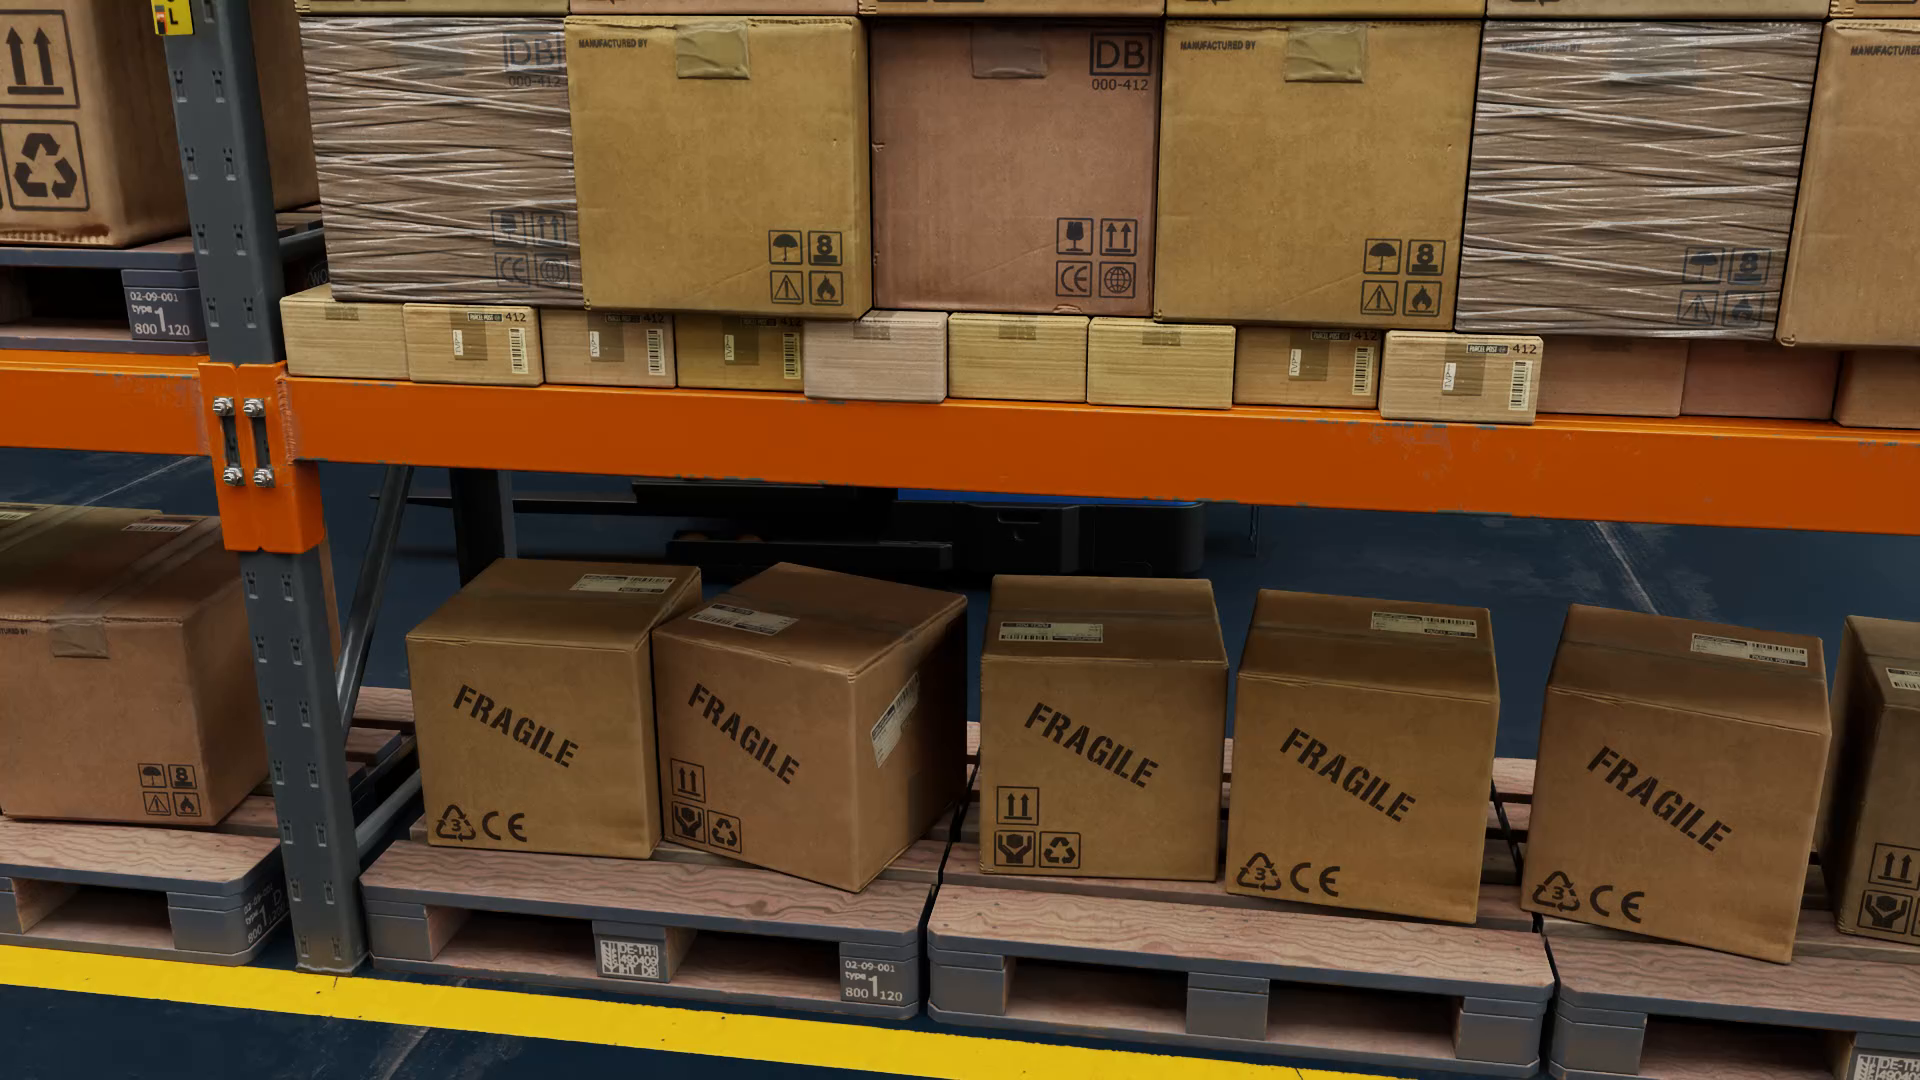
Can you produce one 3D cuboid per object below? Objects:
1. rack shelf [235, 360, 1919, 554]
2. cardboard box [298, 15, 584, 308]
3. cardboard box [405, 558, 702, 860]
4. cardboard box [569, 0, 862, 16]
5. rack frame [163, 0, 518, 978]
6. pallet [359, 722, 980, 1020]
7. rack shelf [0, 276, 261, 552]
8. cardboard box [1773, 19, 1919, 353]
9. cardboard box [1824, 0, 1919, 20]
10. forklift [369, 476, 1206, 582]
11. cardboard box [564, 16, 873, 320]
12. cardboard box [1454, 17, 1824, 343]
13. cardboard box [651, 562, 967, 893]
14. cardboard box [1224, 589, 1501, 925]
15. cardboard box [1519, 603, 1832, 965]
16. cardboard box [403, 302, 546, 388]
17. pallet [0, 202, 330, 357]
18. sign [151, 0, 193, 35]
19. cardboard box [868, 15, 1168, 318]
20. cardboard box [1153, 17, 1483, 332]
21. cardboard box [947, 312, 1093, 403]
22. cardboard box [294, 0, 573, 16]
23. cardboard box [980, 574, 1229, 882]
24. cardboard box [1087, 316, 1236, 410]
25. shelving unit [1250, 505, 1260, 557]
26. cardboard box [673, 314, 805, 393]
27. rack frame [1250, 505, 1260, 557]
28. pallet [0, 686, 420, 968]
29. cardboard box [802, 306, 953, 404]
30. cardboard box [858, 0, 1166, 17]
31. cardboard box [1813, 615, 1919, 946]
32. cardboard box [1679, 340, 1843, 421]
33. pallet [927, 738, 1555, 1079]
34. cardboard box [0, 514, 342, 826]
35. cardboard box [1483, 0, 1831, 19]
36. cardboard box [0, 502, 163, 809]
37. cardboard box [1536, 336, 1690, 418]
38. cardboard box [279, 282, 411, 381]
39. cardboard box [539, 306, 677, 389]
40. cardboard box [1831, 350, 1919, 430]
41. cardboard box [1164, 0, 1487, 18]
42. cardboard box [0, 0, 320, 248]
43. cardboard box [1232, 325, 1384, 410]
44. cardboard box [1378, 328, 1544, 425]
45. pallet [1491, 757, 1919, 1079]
[{"bbox_3d":[0.702,-0.211,3.342,4.000,0.370,1.077,3,19,9],"label":"rack shelf"},{"bbox_3d":[-0.839,-0.800,3.340,0.500,0.500,0.875,3,19,9],"label":"cardboard box"},{"bbox_3d":[-0.884,0.366,3.761,0.500,0.500,0.500,2,19,7],"label":"cardboard box"},{"bbox_3d":[-0.375,-1.189,2.927,0.500,0.500,0.500,3,19,9],"label":"cardboard box"},{"bbox_3d":[-1.273,-0.653,3.528,0.127,3.000,1.000,3,19,9],"label":"rack frame"},{"bbox_3d":[-0.604,0.692,3.903,1.213,0.211,1.003,3,19,9],"label":"pallet"},{"bbox_3d":[-3.248,-0.413,3.943,4.000,0.370,1.077,3,19,9],"label":"rack shelf"},{"bbox_3d":[1.625,-0.664,2.935,0.500,0.500,0.875,3,19,9],"label":"cardboard box"},{"bbox_3d":[1.599,-1.088,2.626,0.500,0.500,0.500,3,19,9],"label":"cardboard box"},{"bbox_3d":[-0.627,-1.406,5.885,3.031,2.935,1.130,1,19,4],"label":"forklift"},{"bbox_3d":[-0.351,-0.764,3.231,0.500,0.500,0.875,3,19,9],"label":"cardboard box"},{"bbox_3d":[1.138,-0.703,3.050,0.500,0.500,0.875,3,19,9],"label":"cardboard box"},{"bbox_3d":[-0.318,0.392,3.682,0.500,0.500,0.500,9,21,26],"label":"cardboard box"},{"bbox_3d":[0.852,0.441,3.536,0.500,0.500,0.500,5,19,14],"label":"cardboard box"},{"bbox_3d":[1.467,0.478,3.424,0.500,0.500,0.500,8,20,23],"label":"cardboard box"},{"bbox_3d":[-0.864,-0.412,3.204,0.250,0.149,0.380,3,19,9],"label":"cardboard box"},{"bbox_3d":[-2.005,-0.646,3.810,1.213,0.211,1.003,3,19,9],"label":"pallet"},{"bbox_3d":[-1.358,-1.028,2.824,0.005,0.325,0.100,3,19,9],"label":"sign"},{"bbox_3d":[0.159,-0.770,3.251,0.500,0.500,0.875,3,19,9],"label":"cardboard box"},{"bbox_3d":[0.646,-0.732,3.137,0.500,0.500,0.875,3,19,9],"label":"cardboard box"},{"bbox_3d":[0.130,-0.374,3.089,0.250,0.149,0.380,3,19,9],"label":"cardboard box"},{"bbox_3d":[-0.869,-1.214,3.001,0.500,0.500,0.500,3,19,9],"label":"cardboard box"},{"bbox_3d":[0.308,0.399,3.662,0.500,0.500,0.500,1,19,4],"label":"cardboard box"},{"bbox_3d":[0.375,-0.358,3.041,0.250,0.149,0.380,3,19,9],"label":"cardboard box"},{"bbox_3d":[0.997,-0.404,6.092,0.210,0.900,0.258,1,19,4],"label":"shelving unit"},{"bbox_3d":[-0.364,-0.399,3.164,0.250,0.149,0.380,3,19,9],"label":"cardboard box"},{"bbox_3d":[1.099,-0.401,6.084,0.006,0.900,0.240,1,19,4],"label":"rack frame"},{"bbox_3d":[-2.042,0.630,4.086,1.213,0.211,1.003,3,19,9],"label":"pallet"},{"bbox_3d":[-0.124,-0.373,3.088,0.250,0.149,0.380,3,19,9],"label":"cardboard box"},{"bbox_3d":[0.118,-1.164,2.851,0.500,0.500,0.500,3,19,9],"label":"cardboard box"},{"bbox_3d":[2.062,0.498,3.366,0.500,0.500,0.500,7,20,19],"label":"cardboard box"},{"bbox_3d":[1.376,-0.335,2.972,0.250,0.149,0.380,3,19,9],"label":"cardboard box"},{"bbox_3d":[0.604,0.752,3.722,1.213,0.211,1.003,3,19,9],"label":"pallet"},{"bbox_3d":[-1.876,0.286,3.968,0.500,0.500,0.700,1,19,4],"label":"cardboard box"},{"bbox_3d":[1.106,-1.114,2.704,0.500,0.500,0.500,3,19,9],"label":"cardboard box"},{"bbox_3d":[-2.344,0.256,4.057,0.500,0.500,0.700,3,19,8],"label":"cardboard box"},{"bbox_3d":[1.125,-0.340,2.989,0.250,0.149,0.380,3,19,9],"label":"cardboard box"},{"bbox_3d":[-1.109,-0.429,3.254,0.250,0.149,0.380,3,19,9],"label":"cardboard box"},{"bbox_3d":[-0.613,-0.409,3.193,0.250,0.149,0.380,3,19,9],"label":"cardboard box"},{"bbox_3d":[1.616,-0.309,2.896,0.250,0.149,0.380,3,19,9],"label":"cardboard box"},{"bbox_3d":[0.614,-1.142,2.786,0.500,0.500,0.500,3,19,9],"label":"cardboard box"},{"bbox_3d":[-2.035,-1.221,3.617,1.000,1.000,1.000,3,19,9],"label":"cardboard box"},{"bbox_3d":[0.629,-0.359,3.046,0.250,0.149,0.380,3,19,9],"label":"cardboard box"},{"bbox_3d":[0.864,-0.325,2.943,0.250,0.149,0.380,3,19,9],"label":"cardboard box"},{"bbox_3d":[1.805,0.815,3.536,1.213,0.211,1.003,3,19,9],"label":"pallet"}]
